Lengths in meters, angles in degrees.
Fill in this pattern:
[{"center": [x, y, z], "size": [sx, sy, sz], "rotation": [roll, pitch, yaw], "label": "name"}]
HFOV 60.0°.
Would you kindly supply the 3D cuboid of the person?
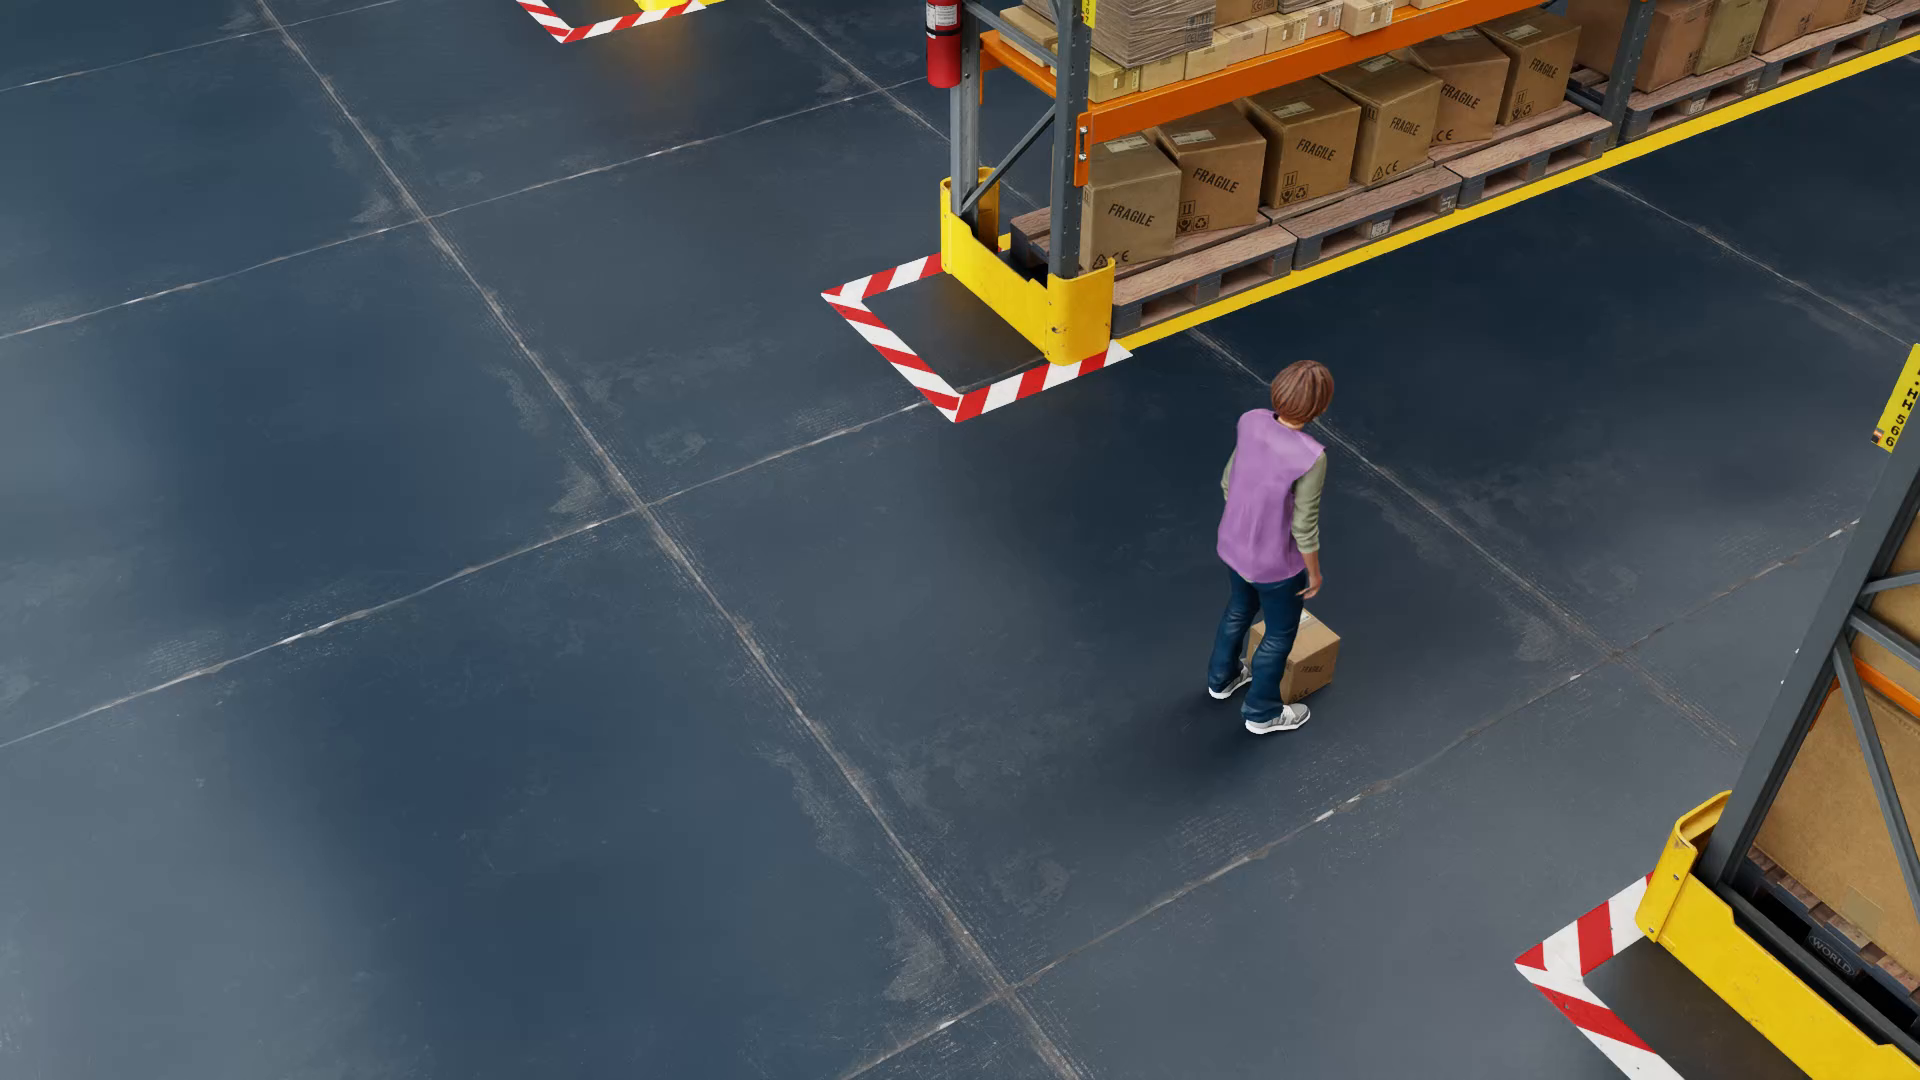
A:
[{"center": [1.135, 0.040, 6.121], "size": [0.346, 1.593, 0.477], "rotation": [-24, 47, -25], "label": "person"}]
